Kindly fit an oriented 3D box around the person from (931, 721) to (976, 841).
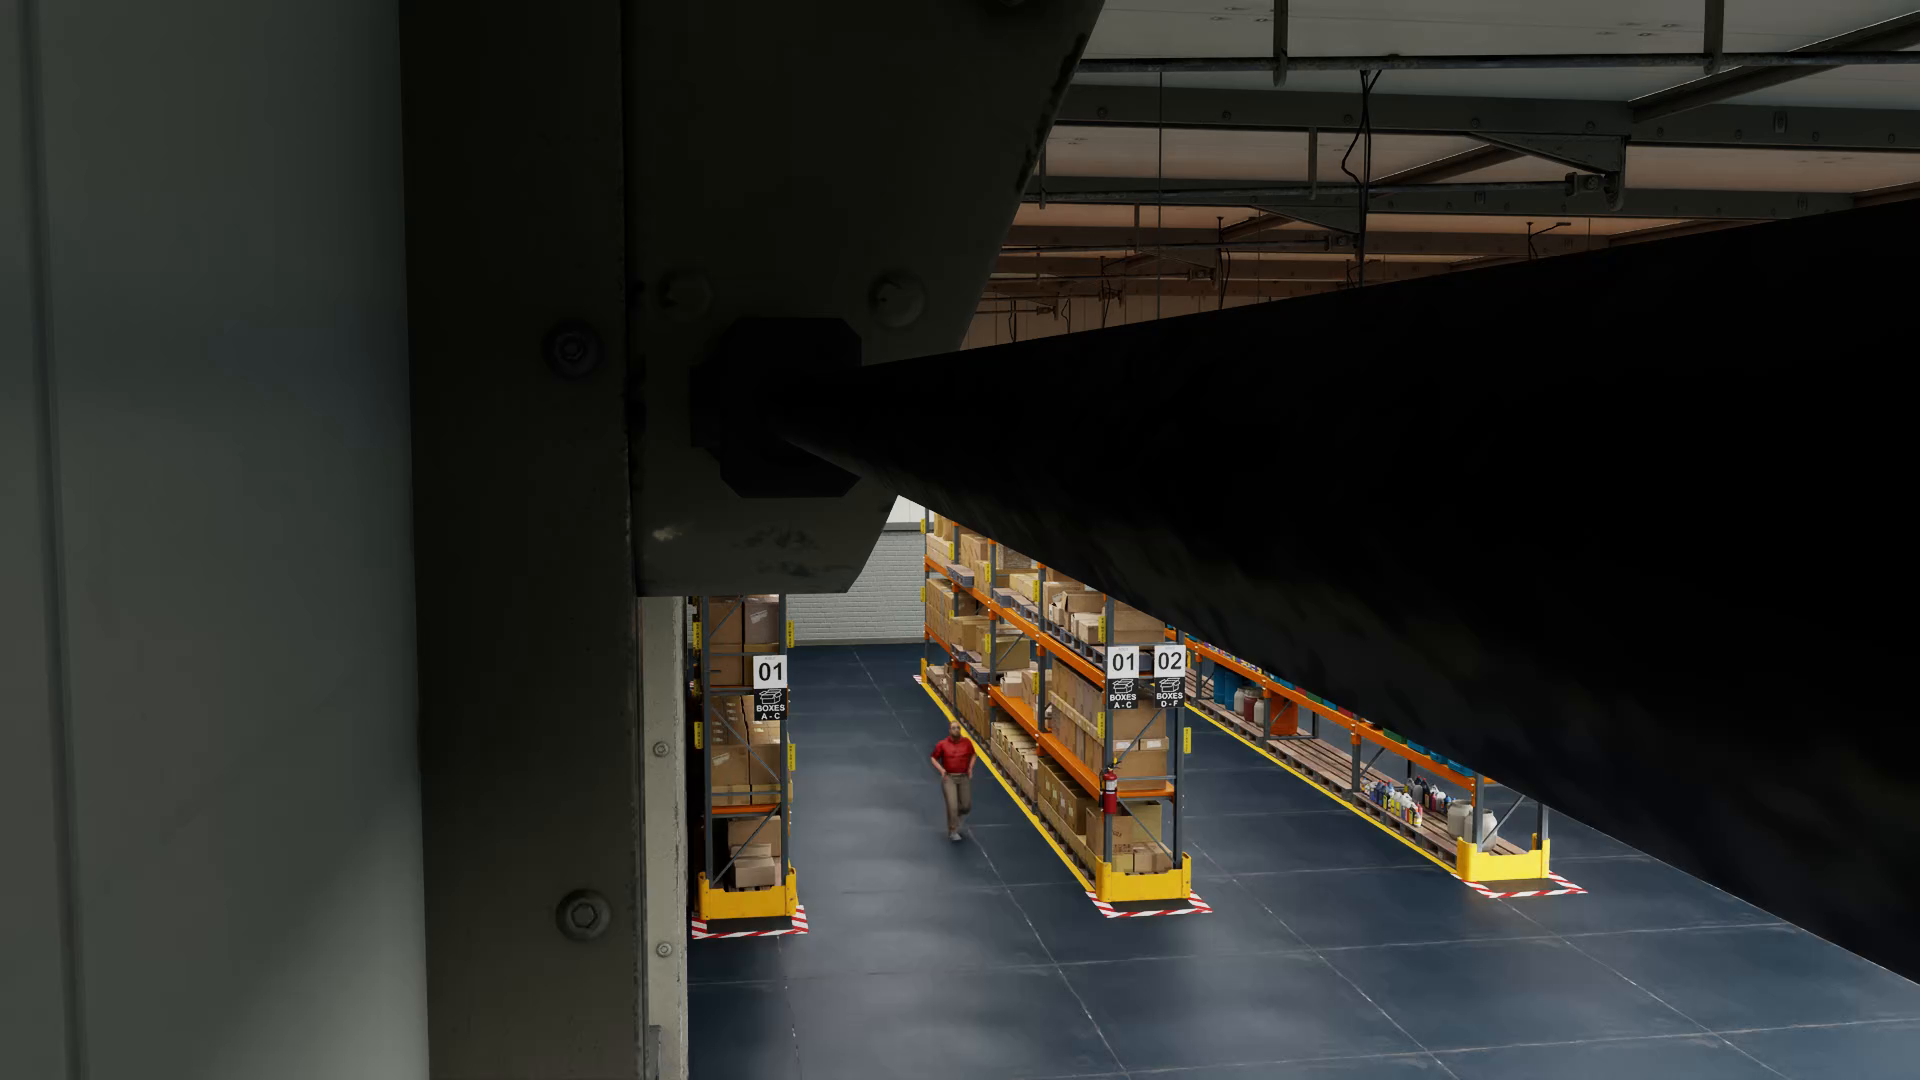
[{"bbox_3d":[-0.077,3.407,23.697,0.661,1.672,0.607,-1,5,-14],"label":"person"}]
